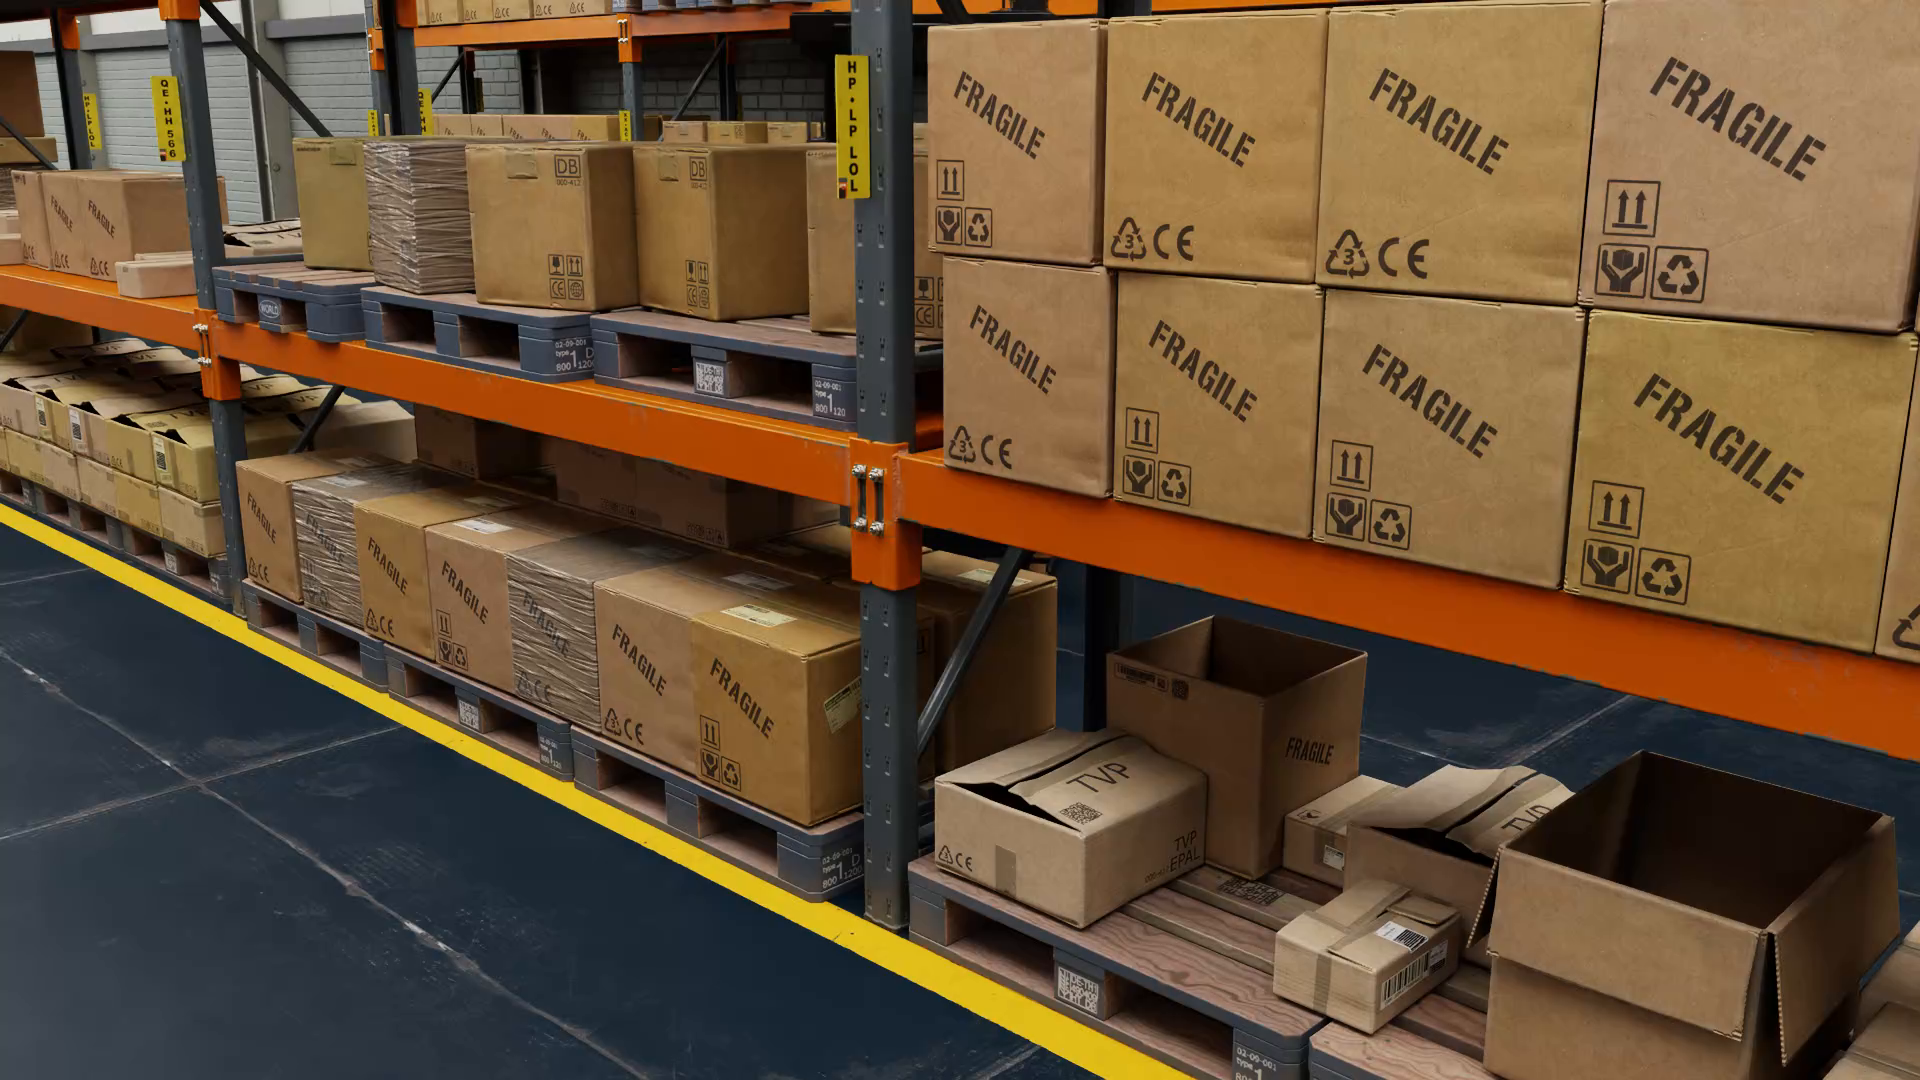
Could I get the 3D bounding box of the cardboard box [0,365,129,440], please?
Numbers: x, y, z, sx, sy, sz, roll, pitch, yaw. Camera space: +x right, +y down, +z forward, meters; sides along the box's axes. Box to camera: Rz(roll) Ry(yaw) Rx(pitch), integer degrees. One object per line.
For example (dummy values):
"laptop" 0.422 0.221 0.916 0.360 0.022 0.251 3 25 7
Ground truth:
"cardboard box" -4.772 -0.753 8.883 0.500 0.311 0.500 13 19 40

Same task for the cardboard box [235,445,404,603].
"cardboard box" -2.618 -0.078 6.866 0.500 0.500 0.500 -13 20 -42

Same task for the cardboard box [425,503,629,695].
"cardboard box" -1.500 0.192 5.831 0.500 0.500 0.500 13 19 40

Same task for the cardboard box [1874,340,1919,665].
"cardboard box" 1.769 -0.062 2.521 0.500 0.500 0.500 14 20 43

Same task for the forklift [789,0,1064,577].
"forklift" -0.103 -1.246 7.402 1.130 2.935 3.031 2 15 8

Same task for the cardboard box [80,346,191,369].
"cardboard box" -4.757 -0.941 9.603 0.500 0.311 0.500 -14 20 -43

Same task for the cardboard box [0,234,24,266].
"cardboard box" -5.131 -1.592 9.092 0.250 0.149 0.380 14 20 42

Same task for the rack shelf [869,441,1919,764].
"rack shelf" 1.572 0.192 3.172 4.000 0.370 1.077 14 20 42

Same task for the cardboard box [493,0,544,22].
"cardboard box" -3.507 -4.540 13.719 0.500 0.500 0.500 13 19 40

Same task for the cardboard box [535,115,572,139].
"cardboard box" -3.109 -3.219 13.606 0.500 0.500 0.500 14 20 42

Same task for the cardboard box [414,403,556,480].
"cardboard box" -1.868 -0.442 6.777 0.500 0.250 0.500 -14 20 -42

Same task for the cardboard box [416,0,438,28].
"cardboard box" -4.642 -4.811 14.760 0.500 0.500 0.500 -13 19 -41

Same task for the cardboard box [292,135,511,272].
"cardboard box" -2.216 -1.368 6.701 0.500 0.500 0.700 7 16 24

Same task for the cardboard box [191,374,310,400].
"cardboard box" -3.670 -0.675 8.581 0.500 0.311 0.500 13 19 41

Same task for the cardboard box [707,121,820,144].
"cardboard box" -1.451 -2.873 12.437 0.700 0.500 0.500 -12 19 -39

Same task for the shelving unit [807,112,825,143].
"shelving unit" -0.545 -1.307 9.284 0.503 2.100 0.431 2 15 7

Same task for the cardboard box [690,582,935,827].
"cardboard box" -0.422 0.457 4.816 0.500 0.500 0.500 14 20 42

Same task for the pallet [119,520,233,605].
"pallet" -3.313 -0.008 8.043 1.213 0.211 1.003 14 20 42

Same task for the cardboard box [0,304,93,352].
"cardboard box" -5.743 -1.279 10.526 0.500 0.500 0.500 14 20 42

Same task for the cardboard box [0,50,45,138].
"cardboard box" -5.951 -2.659 9.915 0.500 0.500 0.700 14 20 42

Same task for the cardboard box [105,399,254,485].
"cardboard box" -3.674 -0.487 7.859 0.500 0.311 0.500 13 20 41

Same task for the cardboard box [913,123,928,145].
"cardboard box" -0.078 -2.540 11.161 0.500 0.500 0.700 11 18 37

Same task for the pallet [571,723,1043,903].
"pallet" -0.480 0.708 5.296 1.213 0.211 1.003 14 20 42

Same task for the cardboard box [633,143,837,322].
"cardboard box" -0.593 -0.990 5.250 0.700 0.500 0.500 -11 18 -35

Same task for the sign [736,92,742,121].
"sign" -1.809 -3.467 13.494 0.005 0.325 0.100 14 20 42

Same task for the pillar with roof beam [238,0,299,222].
"pillar with roof beam" -11.274 -6.712 16.345 0.400 9.000 9.100 14 20 42

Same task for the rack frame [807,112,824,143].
"rack frame" -0.787 -1.314 9.312 0.015 2.100 0.400 2 15 7

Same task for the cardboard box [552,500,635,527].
"cardboard box" -1.157 0.093 6.210 0.500 0.500 0.500 13 19 40

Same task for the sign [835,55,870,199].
"sign" -0.251 -0.965 3.889 0.005 0.325 0.100 14 20 42

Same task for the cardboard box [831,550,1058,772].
"cardboard box" -0.047 0.362 5.179 0.500 0.500 0.500 13 19 40

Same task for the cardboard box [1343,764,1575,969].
"cardboard box" 1.279 0.762 4.019 0.500 0.311 0.500 14 20 42

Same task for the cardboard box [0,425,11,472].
"cardboard box" -5.141 -0.573 9.304 0.500 0.250 0.500 -14 20 -43

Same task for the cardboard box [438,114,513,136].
"cardboard box" -4.219 -3.488 14.639 0.500 0.500 0.500 13 19 40

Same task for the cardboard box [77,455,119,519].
"cardboard box" -4.029 -0.304 8.272 0.500 0.250 0.500 -14 20 -43

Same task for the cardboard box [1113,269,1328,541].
"cardboard box" 0.681 -0.327 3.538 0.500 0.500 0.500 14 20 43

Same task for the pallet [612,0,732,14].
"pallet" -1.821 -4.039 12.408 1.003 0.211 1.213 14 20 42

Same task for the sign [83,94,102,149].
"sign" -5.257 -2.528 10.046 0.005 0.325 0.100 14 20 42

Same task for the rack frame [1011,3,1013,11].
"rack frame" 0.688 -2.106 10.564 0.127 3.000 1.000 14 20 42

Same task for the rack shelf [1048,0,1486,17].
"rack shelf" 2.128 -2.859 8.933 4.000 0.370 1.077 14 20 42

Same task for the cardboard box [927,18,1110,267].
"cardboard box" 0.276 -0.905 3.773 0.500 0.500 0.500 -14 20 -43

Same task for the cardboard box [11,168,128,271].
"cardboard box" -4.706 -1.725 8.904 0.500 0.500 0.500 -13 19 -40

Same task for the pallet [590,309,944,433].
"pallet" -0.367 -0.573 5.061 1.213 0.211 1.003 14 20 42

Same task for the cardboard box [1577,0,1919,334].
"cardboard box" 1.390 -0.634 2.735 0.500 0.500 0.500 -14 20 -42

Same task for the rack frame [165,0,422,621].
"rack frame" -2.747 -1.206 7.111 0.127 3.000 1.000 14 20 42

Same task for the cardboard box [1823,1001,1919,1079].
"cardboard box" 1.786 1.090 2.881 0.500 0.250 0.500 14 20 42

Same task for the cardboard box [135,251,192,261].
"cardboard box" -3.705 -1.297 7.960 0.380 0.149 0.250 -13 19 -40

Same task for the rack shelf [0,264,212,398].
"rack shelf" -4.187 -1.208 8.545 4.000 0.370 1.077 14 20 42
